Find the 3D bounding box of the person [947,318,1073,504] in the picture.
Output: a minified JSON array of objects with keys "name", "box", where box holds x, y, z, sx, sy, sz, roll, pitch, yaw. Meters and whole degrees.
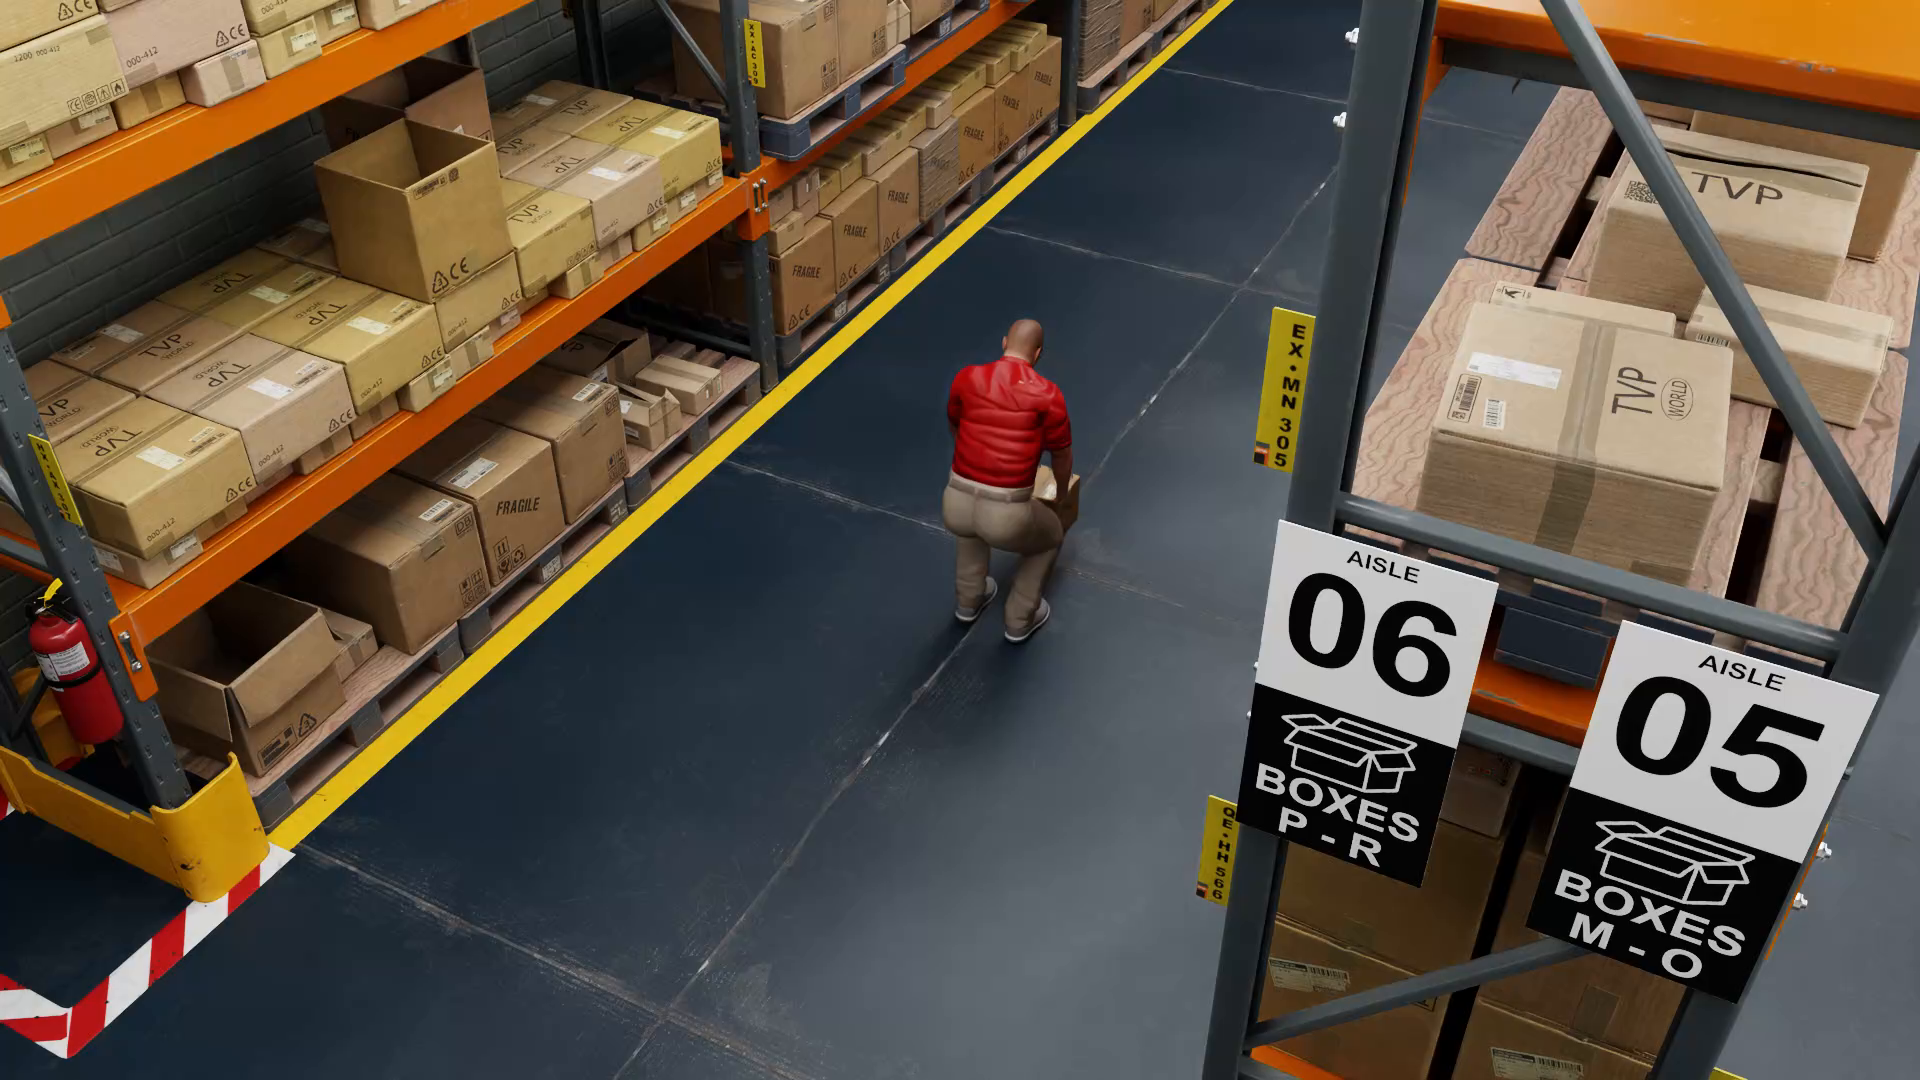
[{"name":"person","box":[0.192,-0.462,7.215,0.590,0.904,0.613,18,41,22]}]
